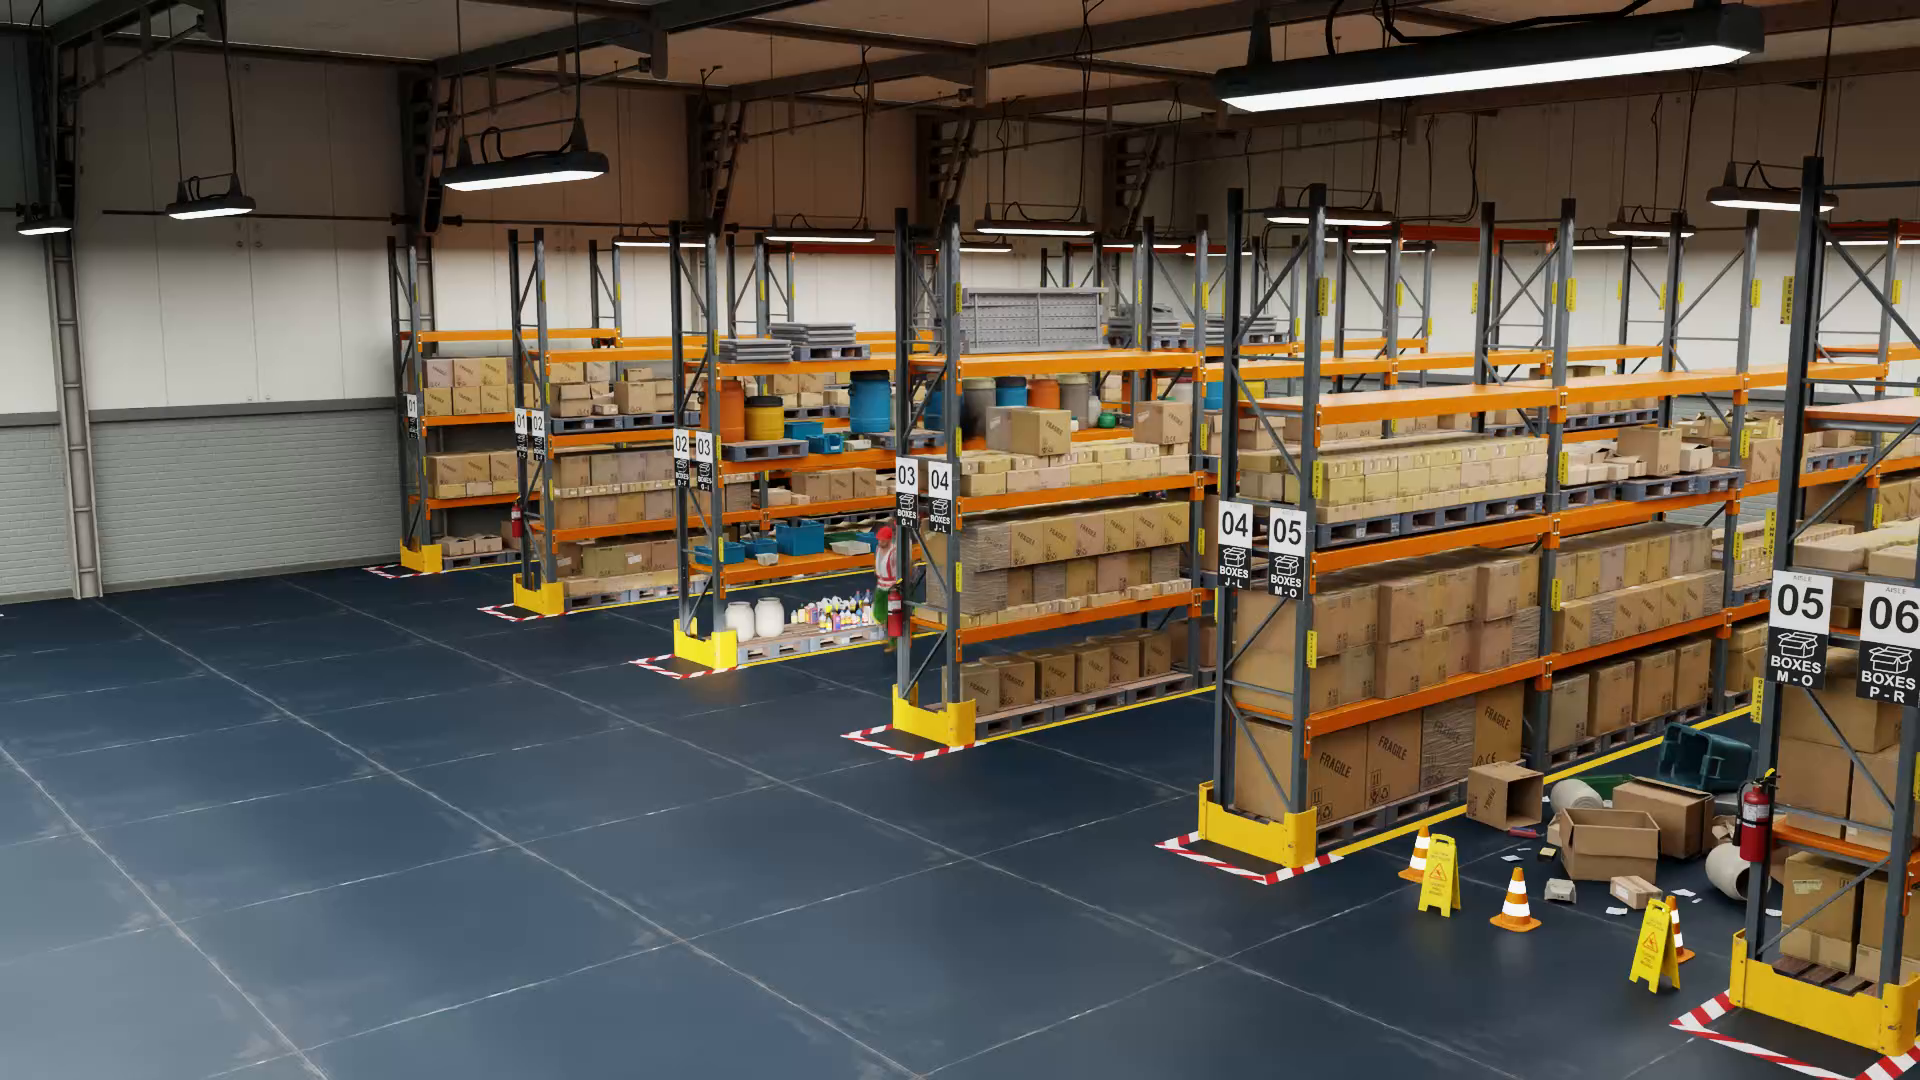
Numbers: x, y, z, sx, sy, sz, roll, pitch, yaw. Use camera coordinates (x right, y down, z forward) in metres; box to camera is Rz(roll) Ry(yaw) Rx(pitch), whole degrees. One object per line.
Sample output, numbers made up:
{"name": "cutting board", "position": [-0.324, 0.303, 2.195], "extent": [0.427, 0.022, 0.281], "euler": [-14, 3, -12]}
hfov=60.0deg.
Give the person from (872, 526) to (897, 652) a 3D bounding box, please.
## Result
{"name": "person", "position": [-0.921, 0.643, 22.064], "extent": [0.664, 1.723, 0.792], "euler": [-8, 12, -41]}
